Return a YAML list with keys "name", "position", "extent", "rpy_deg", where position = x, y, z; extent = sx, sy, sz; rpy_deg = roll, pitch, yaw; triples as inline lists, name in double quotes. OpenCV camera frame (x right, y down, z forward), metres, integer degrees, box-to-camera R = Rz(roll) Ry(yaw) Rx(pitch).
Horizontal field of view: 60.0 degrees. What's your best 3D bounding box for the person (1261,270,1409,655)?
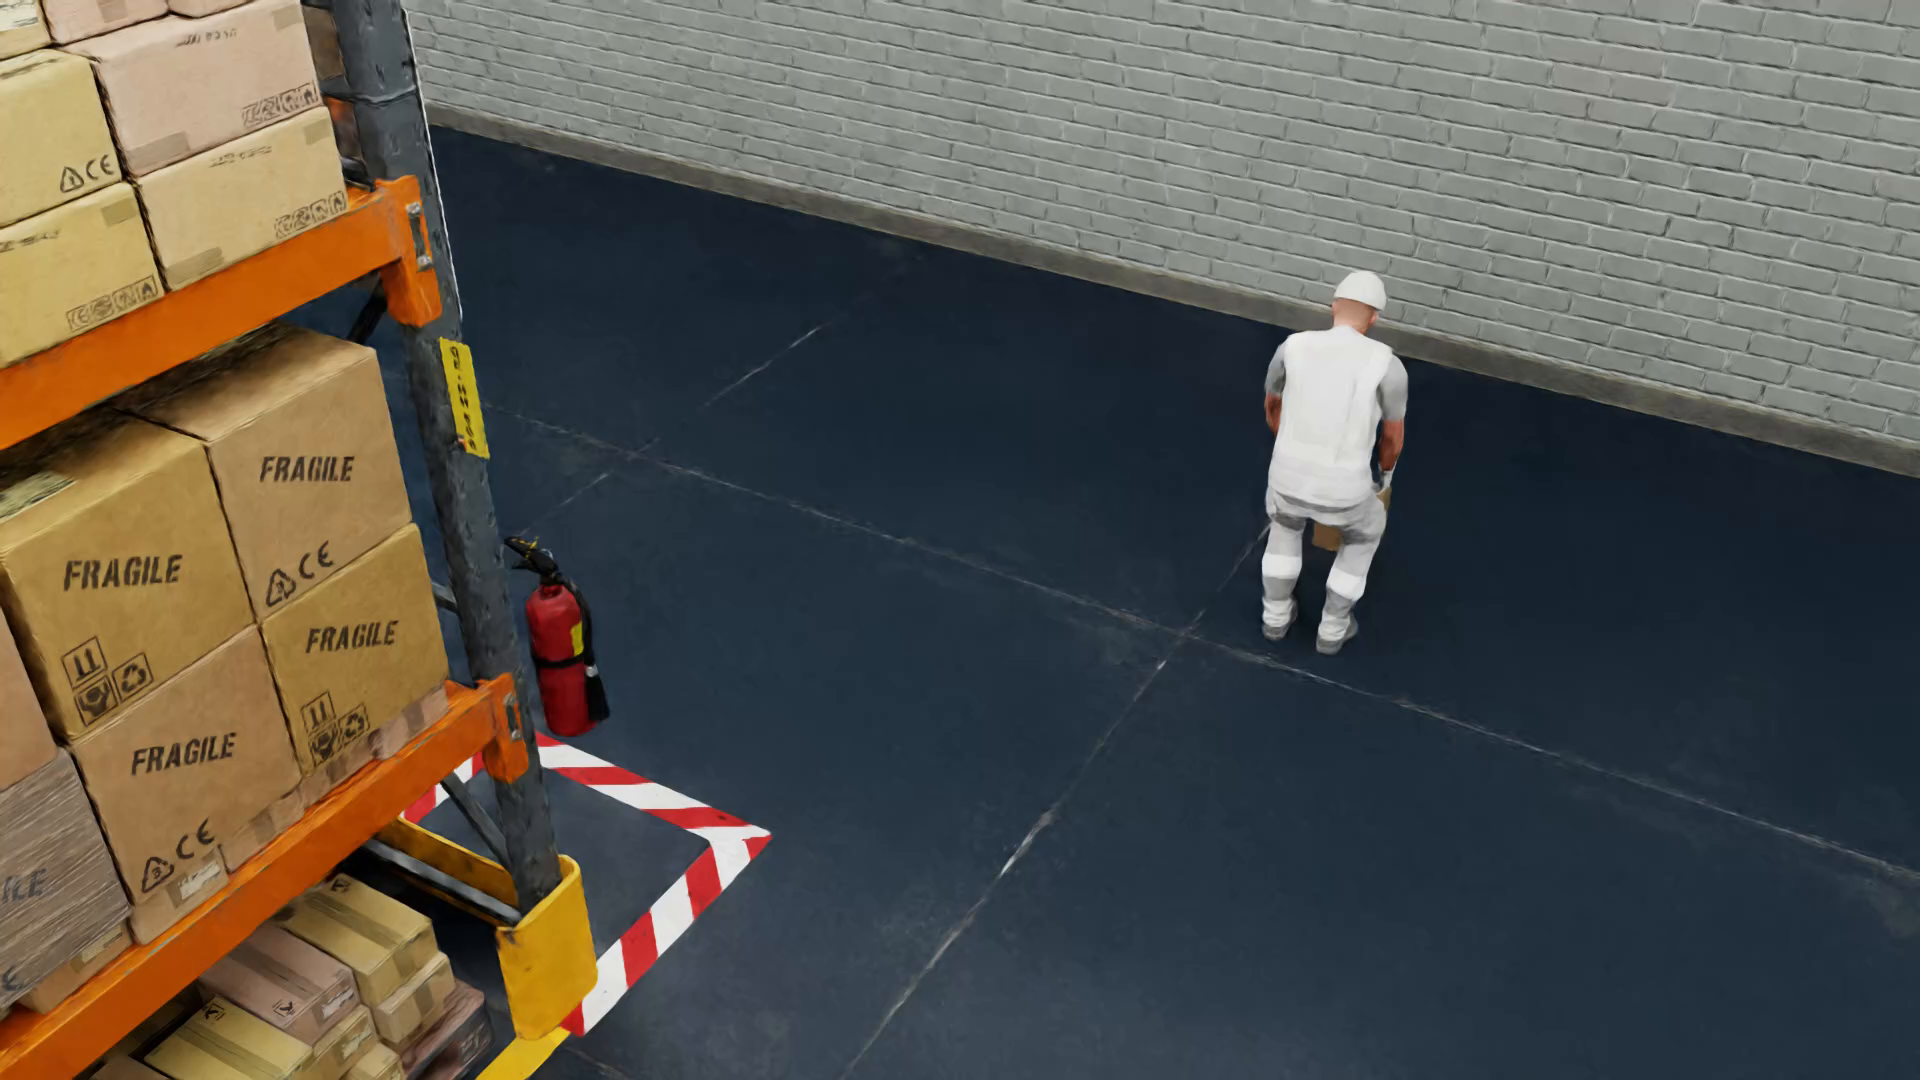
- name: "person"
  position: [1.475, -0.293, 6.747]
  extent: [0.575, 1.580, 0.647]
  rpy_deg: [18, 38, 25]
